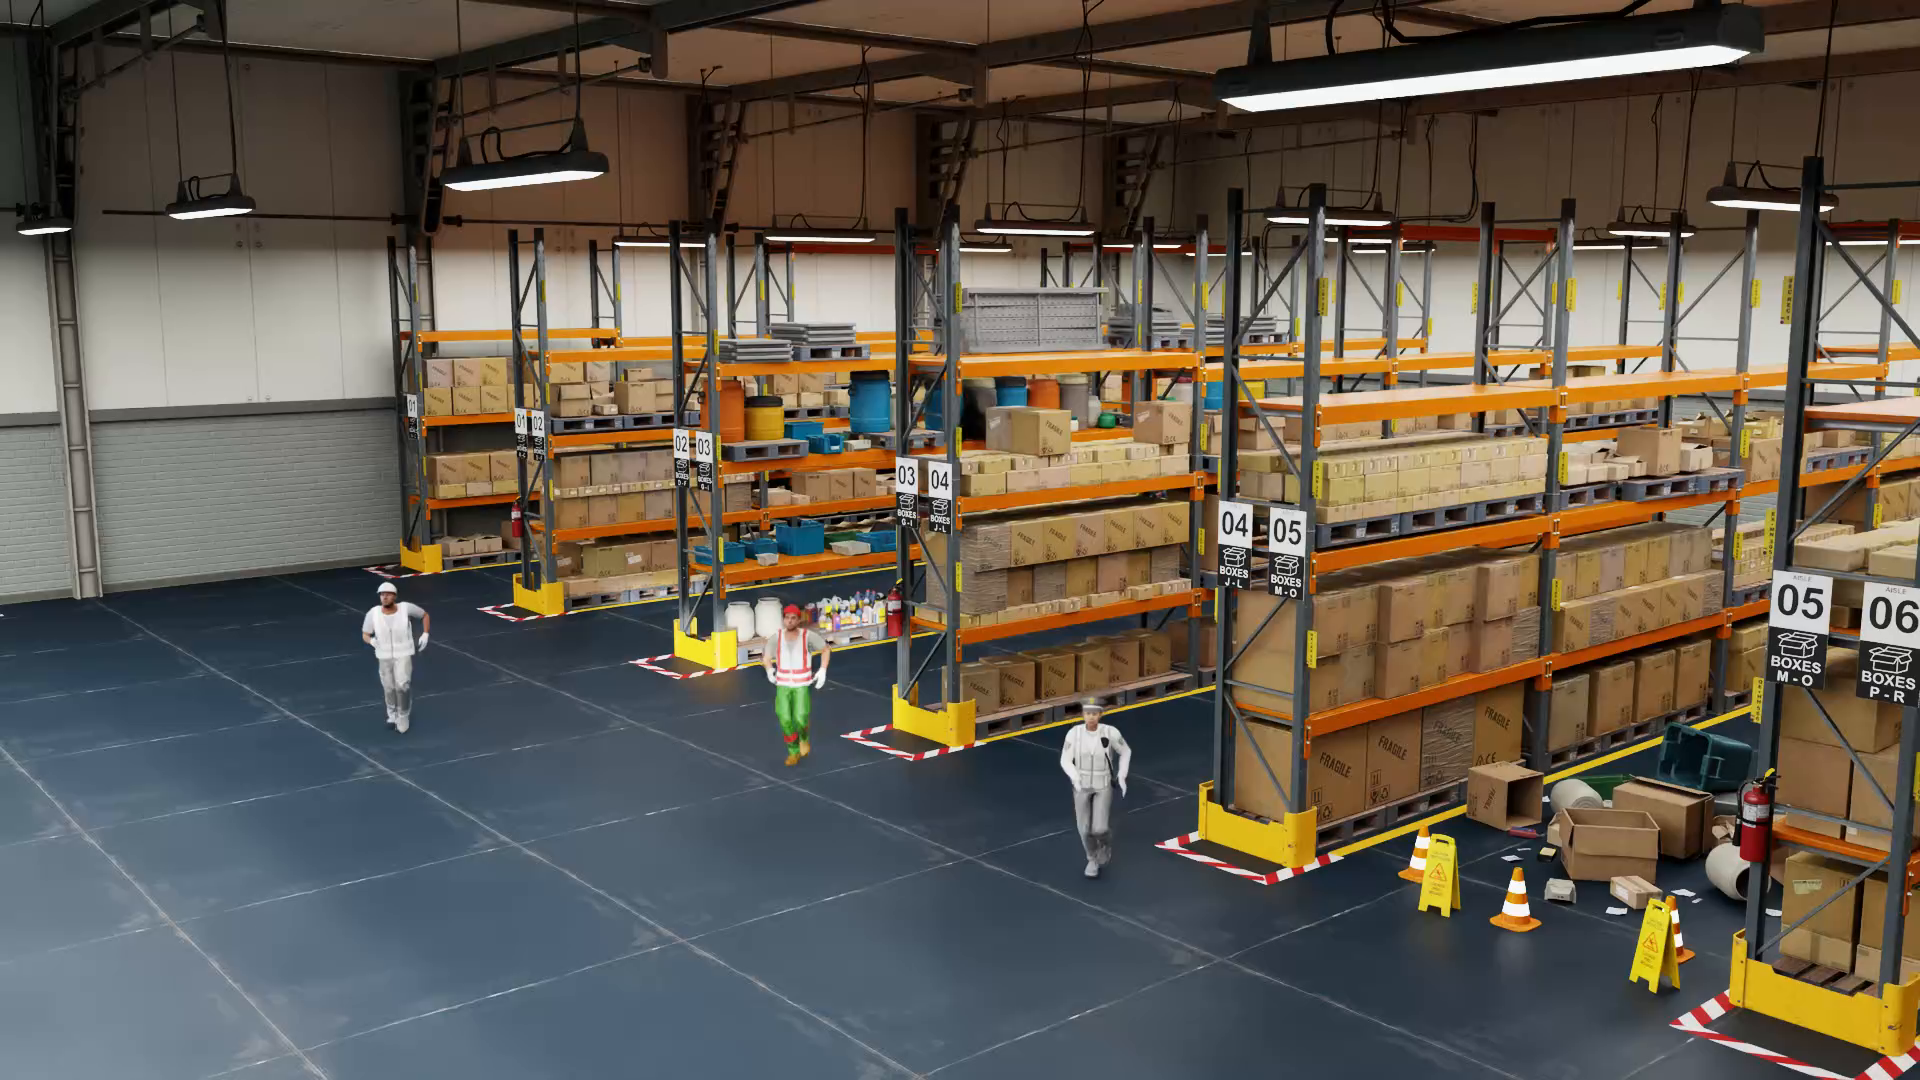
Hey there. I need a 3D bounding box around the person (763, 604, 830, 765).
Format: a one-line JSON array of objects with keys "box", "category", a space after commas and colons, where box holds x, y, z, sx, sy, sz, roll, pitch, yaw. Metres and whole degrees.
[{"box": [-1.793, 1.568, 17.901, 0.682, 1.758, 0.607, 1, 9, 4], "category": "person"}]

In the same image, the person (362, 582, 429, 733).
[{"box": [-6.501, 1.350, 19.169, 0.699, 1.762, 0.861, -1, 9, -7], "category": "person"}]

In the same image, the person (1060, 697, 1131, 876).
[{"box": [1.163, 2.153, 14.437, 0.595, 1.640, 0.609, 2, 9, 12], "category": "person"}]
